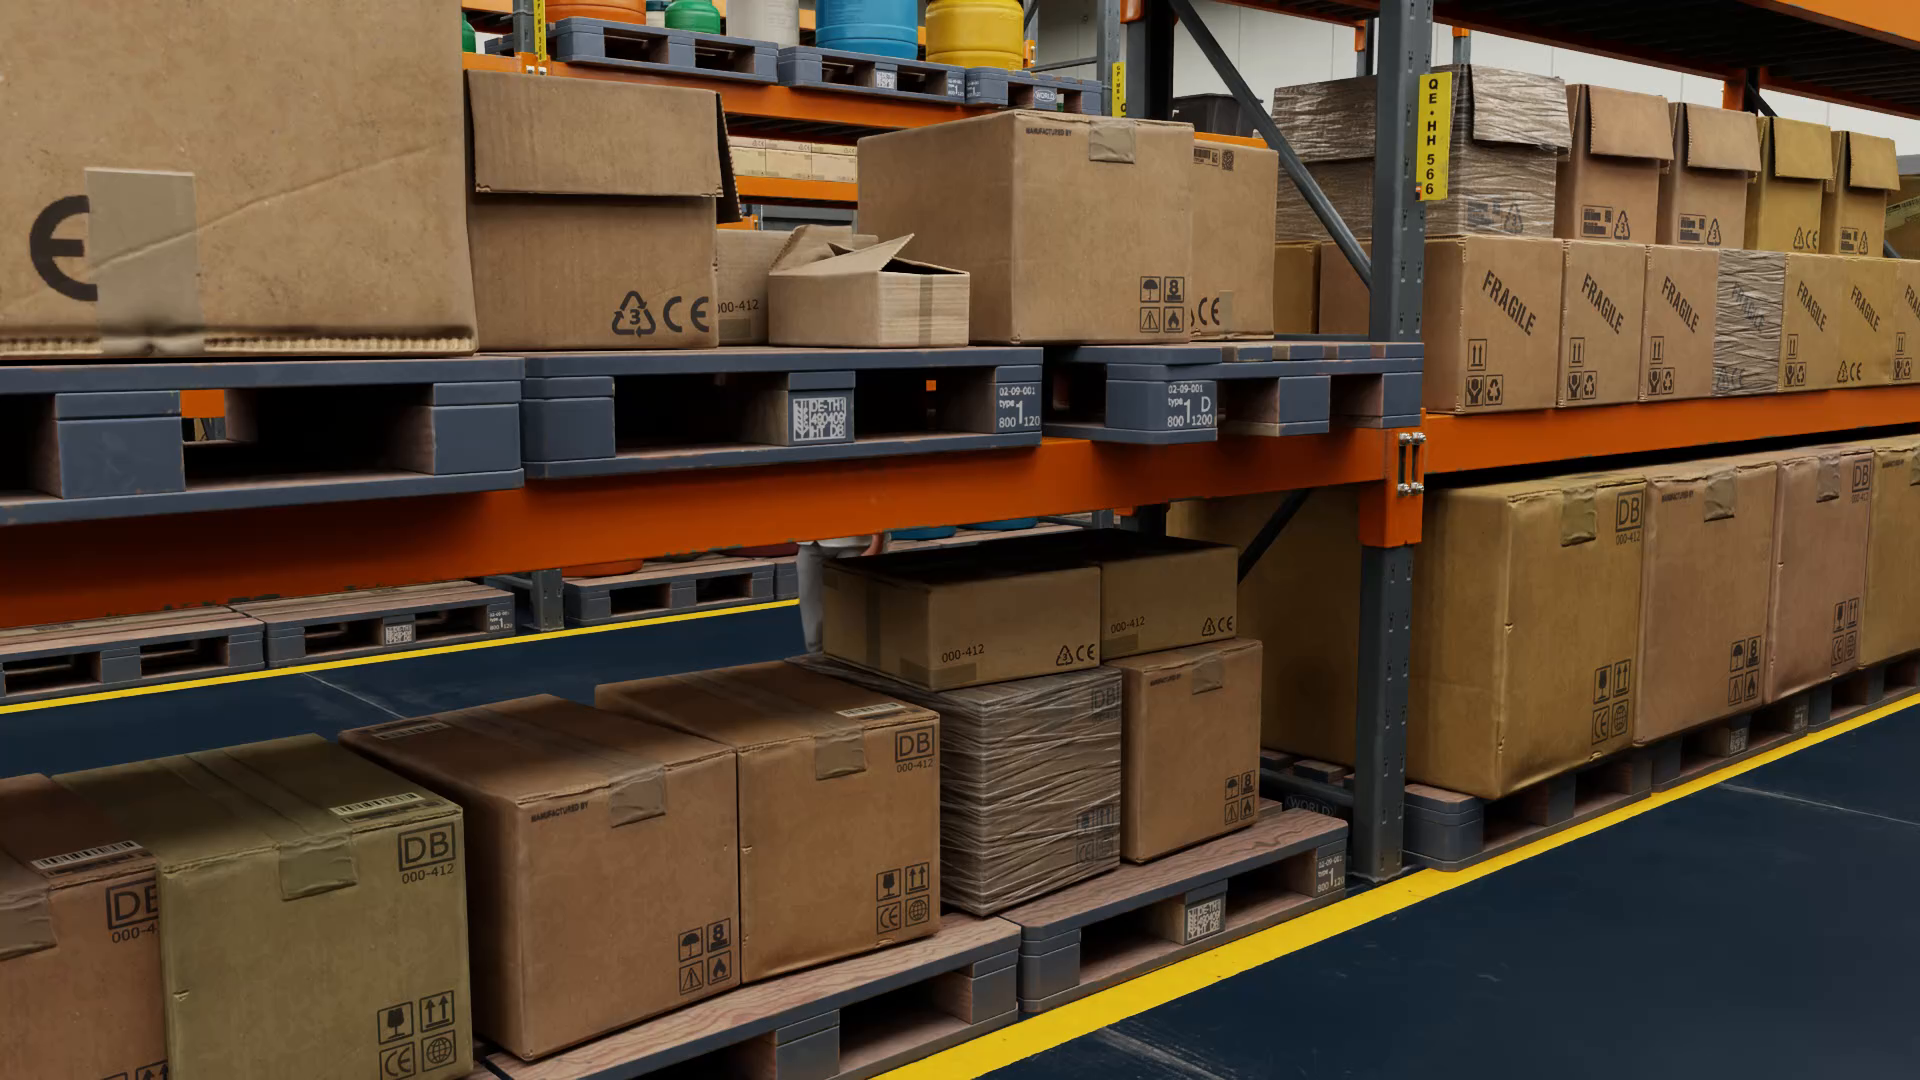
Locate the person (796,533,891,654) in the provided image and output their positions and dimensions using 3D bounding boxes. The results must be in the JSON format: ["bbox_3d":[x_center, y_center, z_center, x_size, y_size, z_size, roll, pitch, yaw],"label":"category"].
[{"bbox_3d":[-0.386,0.033,5.668,0.407,1.609,0.310,6,10,39],"label":"person"}]
